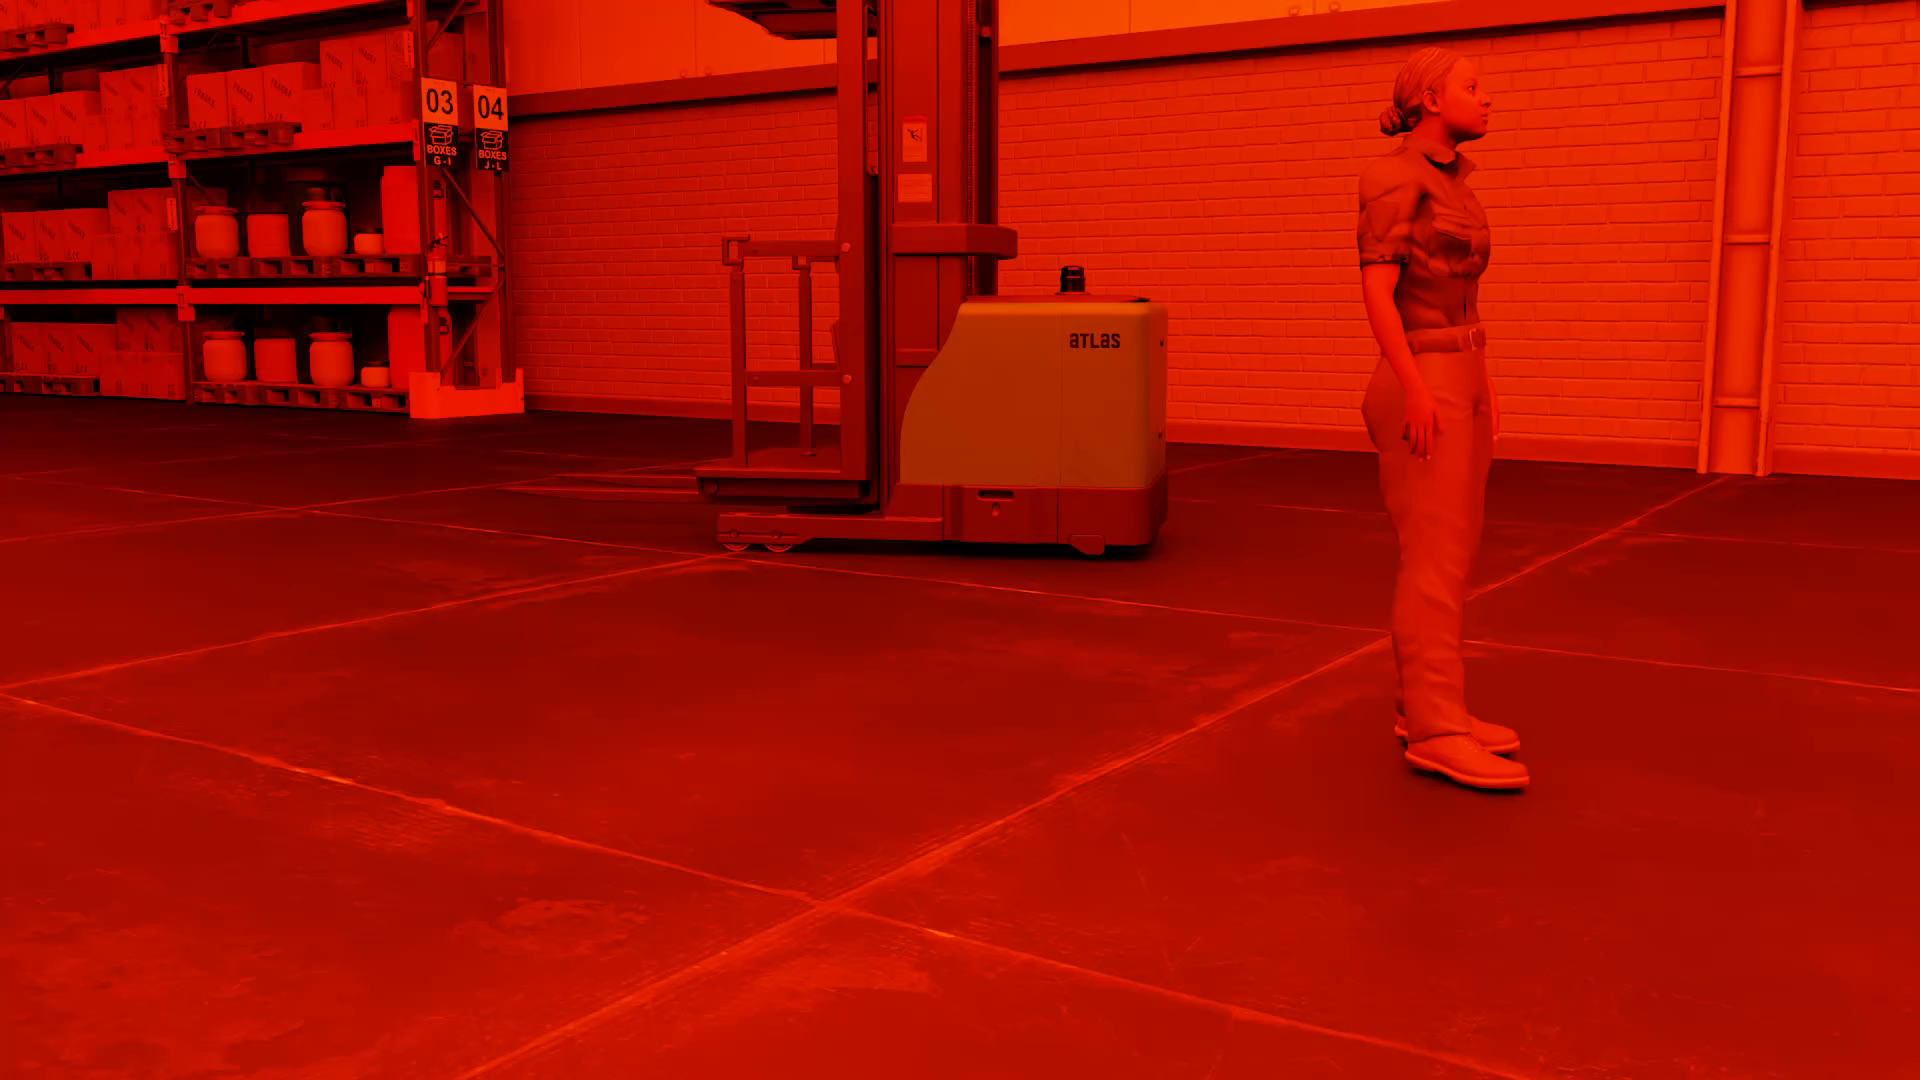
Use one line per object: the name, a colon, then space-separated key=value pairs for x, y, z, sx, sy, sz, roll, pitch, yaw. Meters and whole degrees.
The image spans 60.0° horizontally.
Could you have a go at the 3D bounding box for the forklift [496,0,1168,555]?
forklift: x=-0.596 y=-1.469 z=7.520 sx=3.031 sy=2.935 sz=1.130 roll=2 pitch=8 yaw=12

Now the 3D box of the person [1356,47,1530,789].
person: x=1.180 y=-0.313 z=3.877 sx=0.504 sy=1.654 sz=0.570 roll=6 pitch=10 yaw=35
